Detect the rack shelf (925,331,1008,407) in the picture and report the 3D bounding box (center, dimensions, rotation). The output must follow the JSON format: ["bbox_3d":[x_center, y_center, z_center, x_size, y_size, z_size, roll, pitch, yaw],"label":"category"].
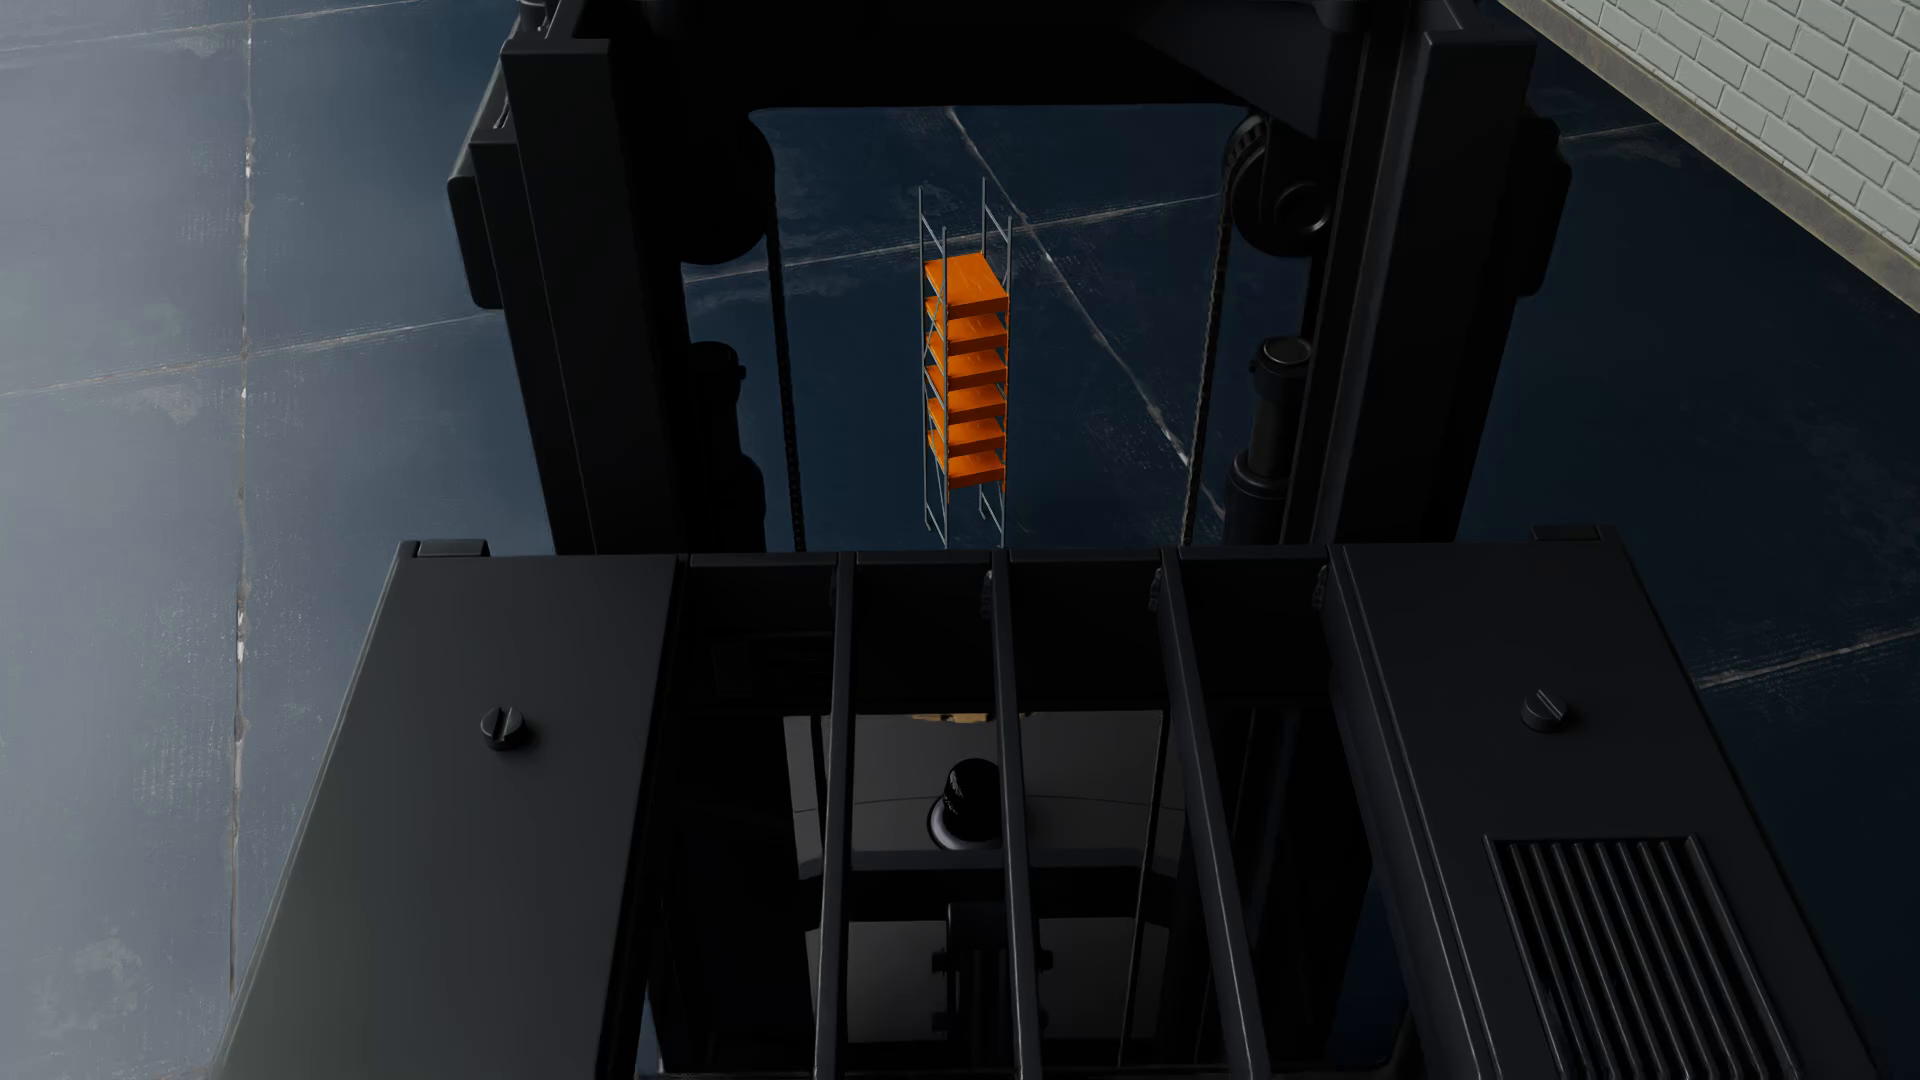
[{"bbox_3d":[0.014,-0.512,4.809,0.180,0.103,0.258,-12,42,-13],"label":"rack shelf"}]

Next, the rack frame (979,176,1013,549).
[{"bbox_3d":[0.101,-0.473,4.879,0.006,1.200,0.240,-12,42,-13],"label":"rack frame"}]

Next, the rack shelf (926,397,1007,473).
[{"bbox_3d":[0.014,-0.331,4.967,0.180,0.103,0.258,-12,42,-13],"label":"rack shelf"}]

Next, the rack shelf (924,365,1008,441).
[{"bbox_3d":[0.014,-0.421,4.888,0.180,0.103,0.258,-12,42,-13],"label":"rack shelf"}]

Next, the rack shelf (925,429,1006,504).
[{"bbox_3d":[0.014,-0.241,5.046,0.180,0.103,0.258,-12,42,-13],"label":"rack shelf"}]

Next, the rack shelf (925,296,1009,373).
[{"bbox_3d":[0.014,-0.602,4.730,0.180,0.103,0.258,-12,42,-13],"label":"rack shelf"}]

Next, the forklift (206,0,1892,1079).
[{"bbox_3d":[0.052,0.967,1.916,1.130,2.935,3.031,-1,41,-1],"label":"forklift"}]

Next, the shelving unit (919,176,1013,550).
[{"bbox_3d":[0.014,-0.455,4.859,0.189,1.200,0.258,-12,42,-13],"label":"shelving unit"}]

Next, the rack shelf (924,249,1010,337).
[{"bbox_3d":[0.014,-0.692,4.651,0.180,0.103,0.258,-12,42,-13],"label":"rack shelf"}]

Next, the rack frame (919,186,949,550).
[{"bbox_3d":[-0.073,-0.437,4.838,0.006,1.200,0.240,-12,42,-13],"label":"rack frame"}]
